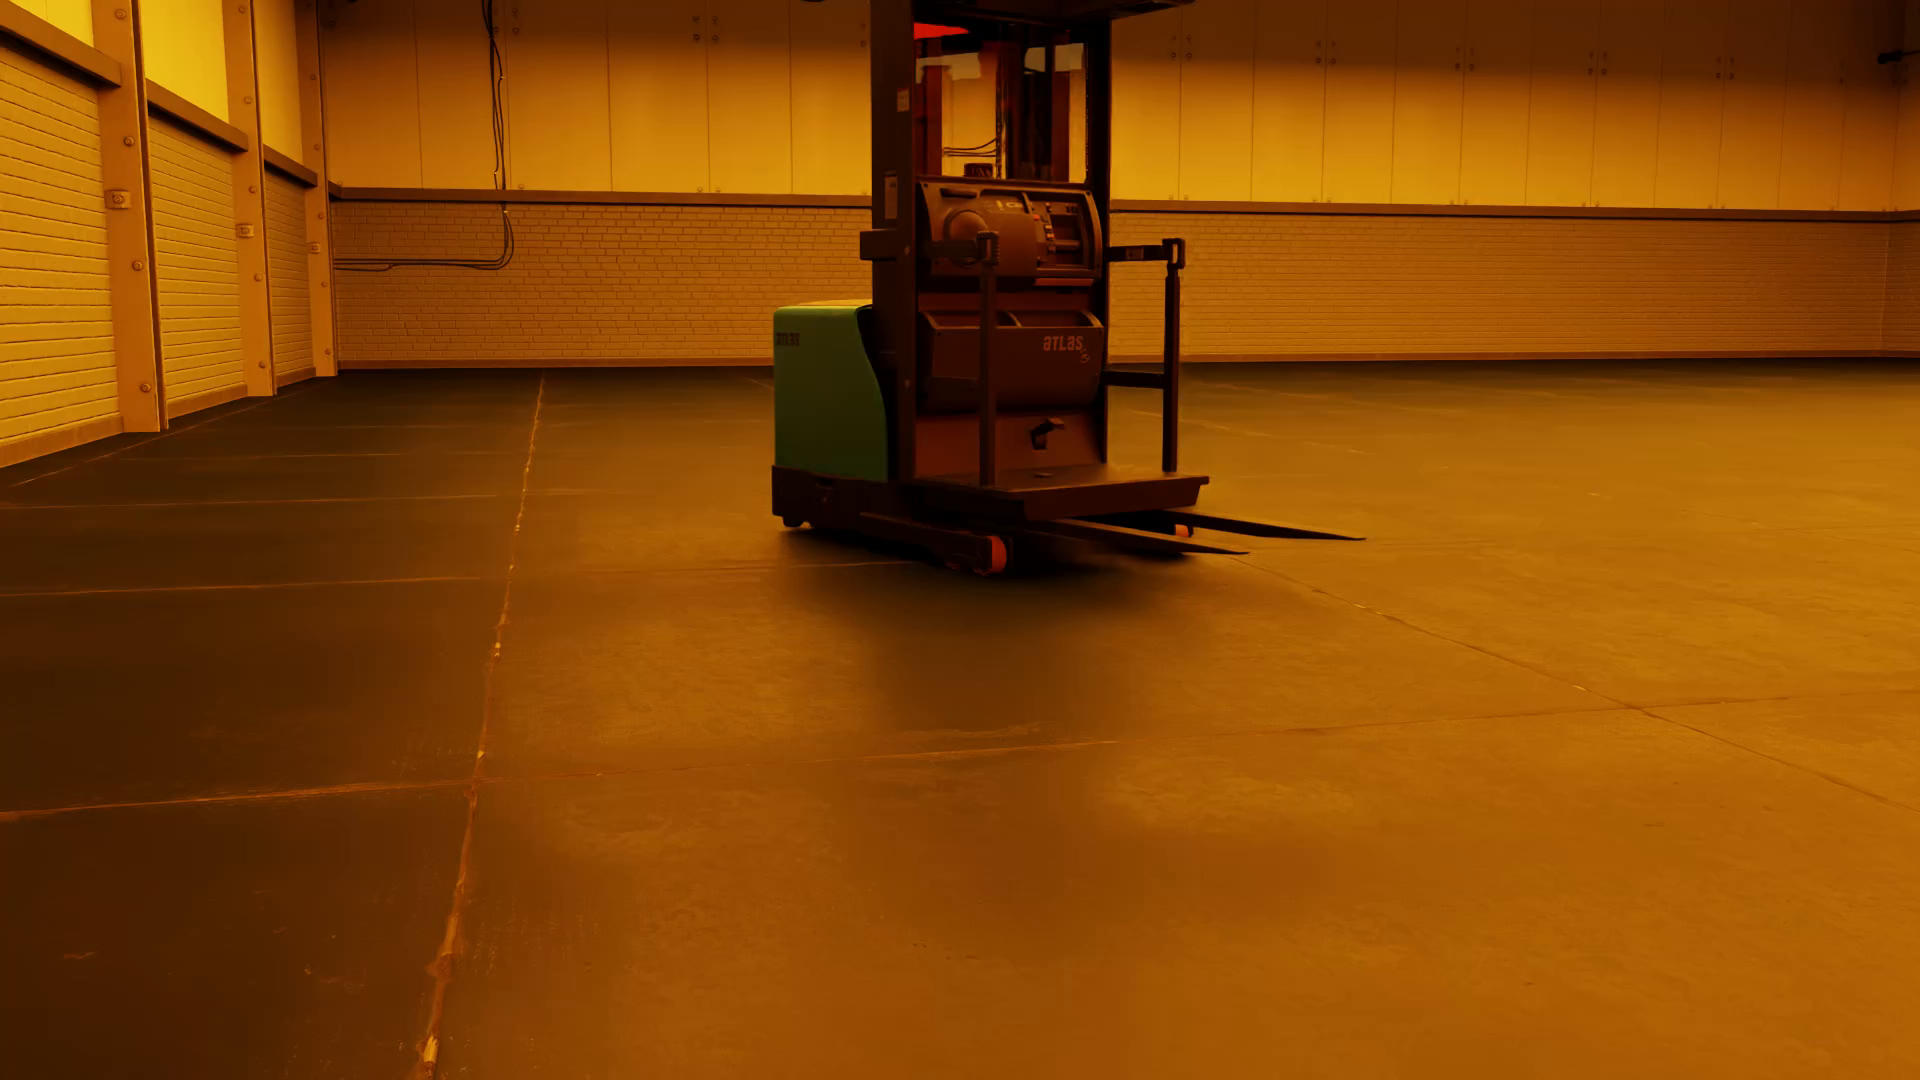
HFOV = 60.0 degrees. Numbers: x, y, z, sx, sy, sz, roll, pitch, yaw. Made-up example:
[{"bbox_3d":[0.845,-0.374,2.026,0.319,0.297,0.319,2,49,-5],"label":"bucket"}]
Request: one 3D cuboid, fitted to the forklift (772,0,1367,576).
[{"bbox_3d":[0.355,-1.383,7.015,1.130,2.935,3.031,-6,10,-35],"label":"forklift"}]
